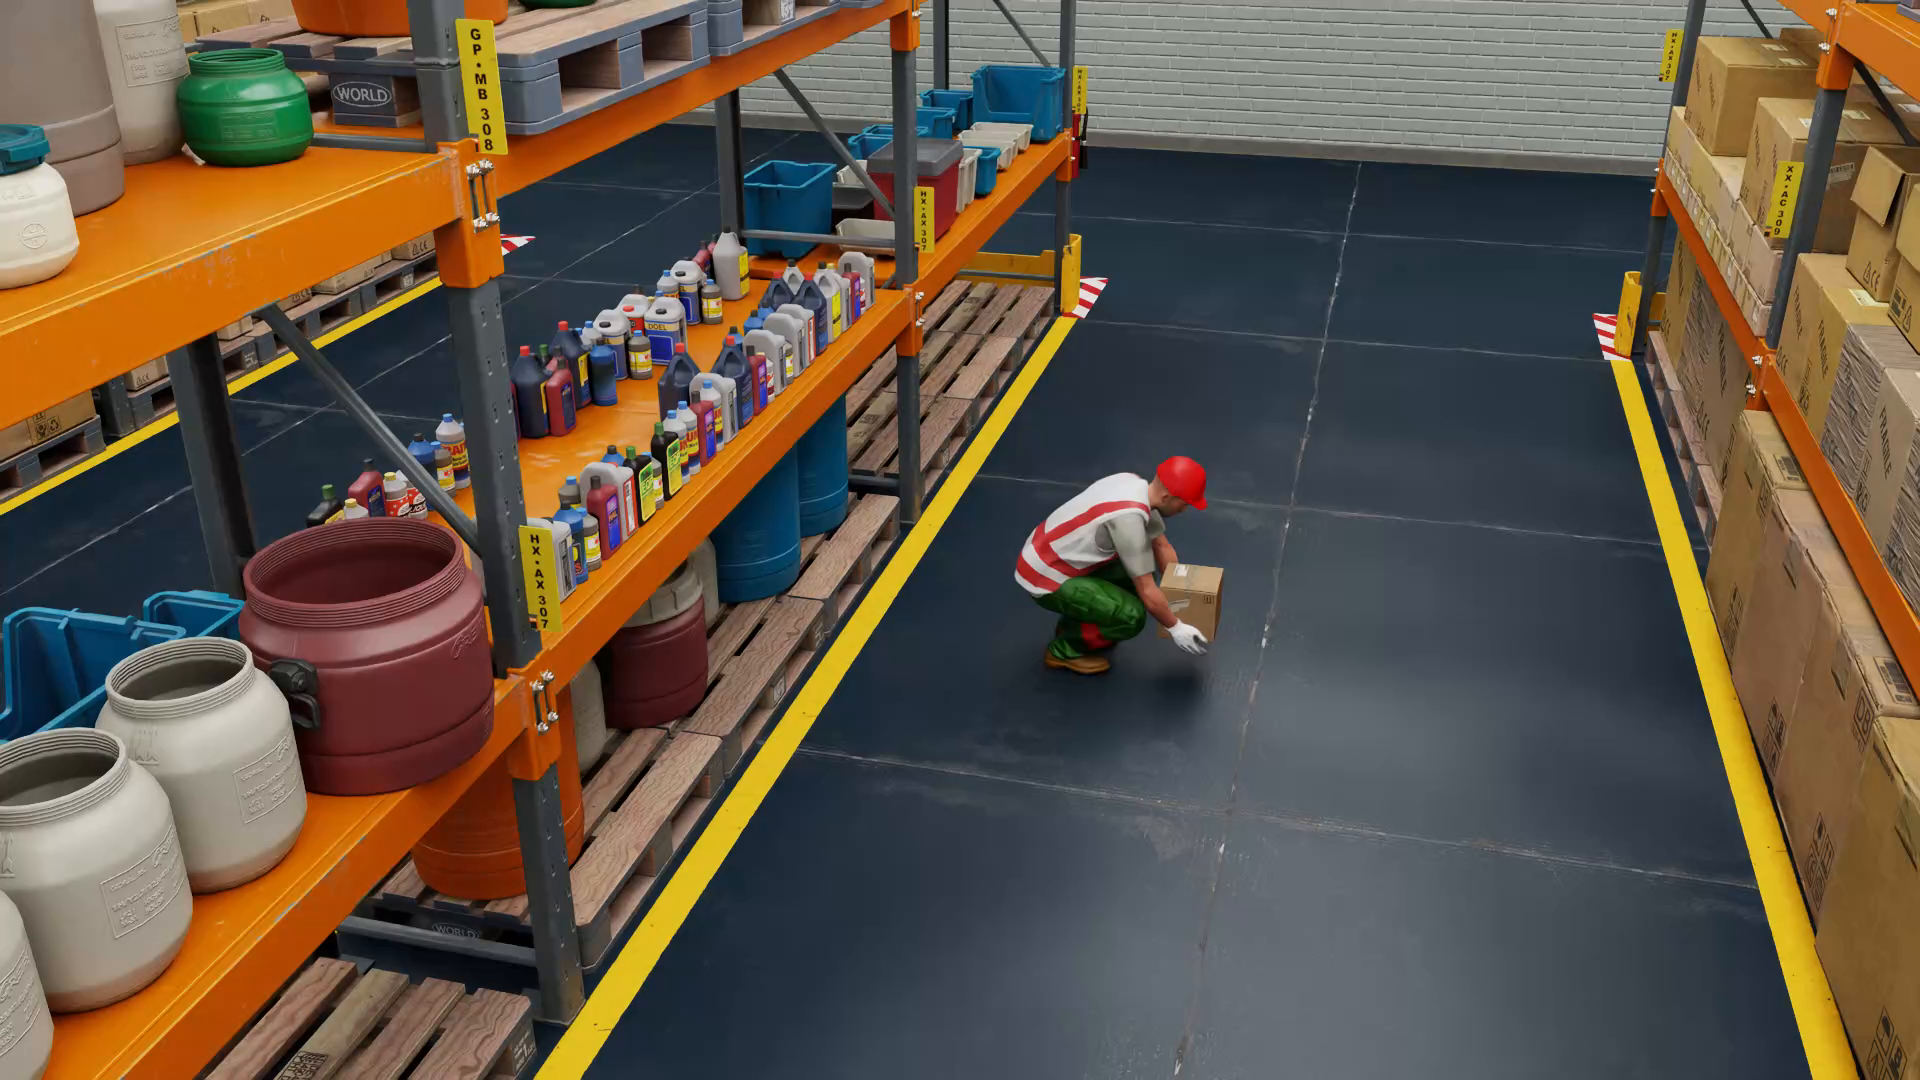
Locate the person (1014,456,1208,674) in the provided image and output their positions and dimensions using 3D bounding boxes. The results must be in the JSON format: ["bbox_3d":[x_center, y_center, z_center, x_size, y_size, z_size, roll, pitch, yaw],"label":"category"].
[{"bbox_3d":[0.693,0.083,7.352,0.880,0.991,0.565,6,26,13],"label":"person"}]
